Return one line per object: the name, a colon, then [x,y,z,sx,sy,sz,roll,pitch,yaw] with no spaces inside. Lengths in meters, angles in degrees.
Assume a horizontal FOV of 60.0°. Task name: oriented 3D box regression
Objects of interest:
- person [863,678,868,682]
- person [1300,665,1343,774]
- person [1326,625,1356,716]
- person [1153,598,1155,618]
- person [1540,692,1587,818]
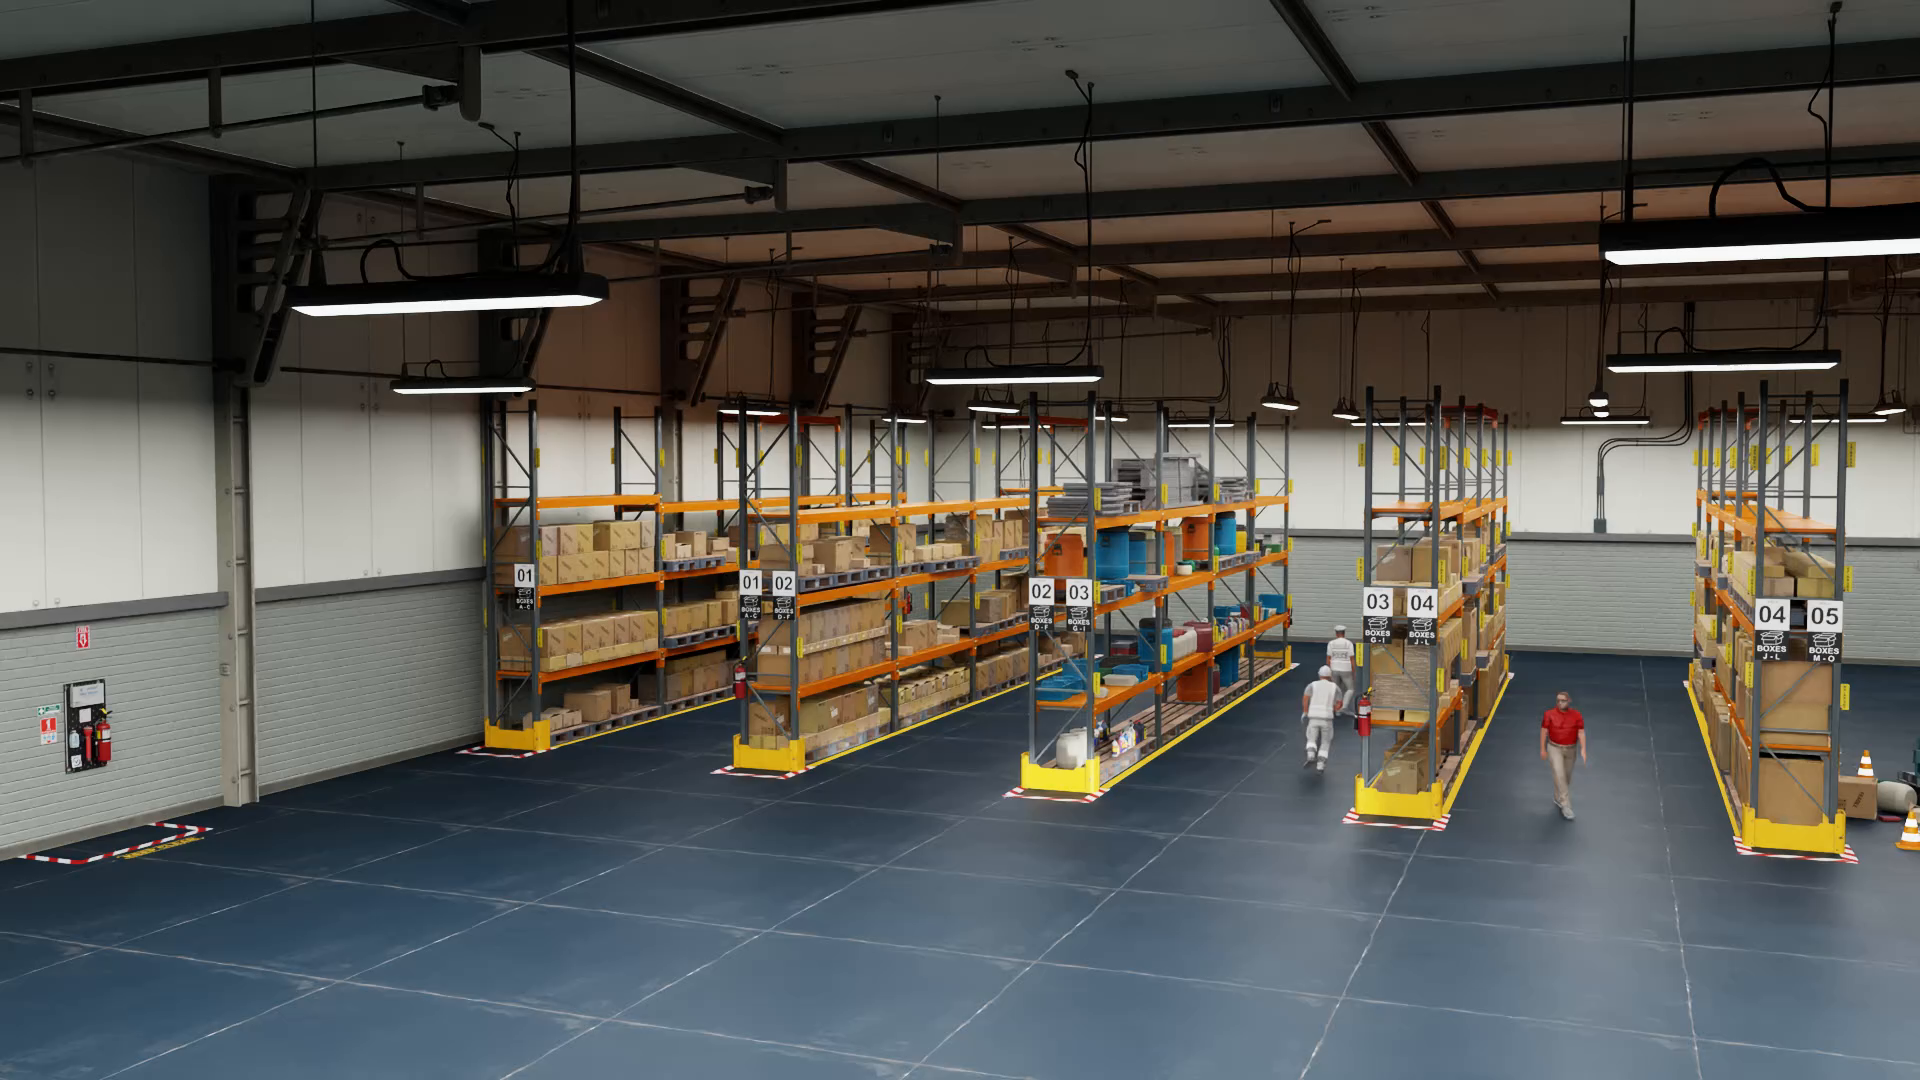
person: [-2.093,2.450,34.116,0.671,1.764,0.740,0,3,10]
person: [5.765,2.858,26.567,0.643,1.680,0.793,1,3,23]
person: [7.379,2.542,32.184,0.578,1.755,0.565,1,3,23]
person: [4.879,2.147,40.991,0.376,1.693,0.519,1,3,11]
person: [8.510,2.981,23.383,0.562,1.690,0.911,0,3,-1]
